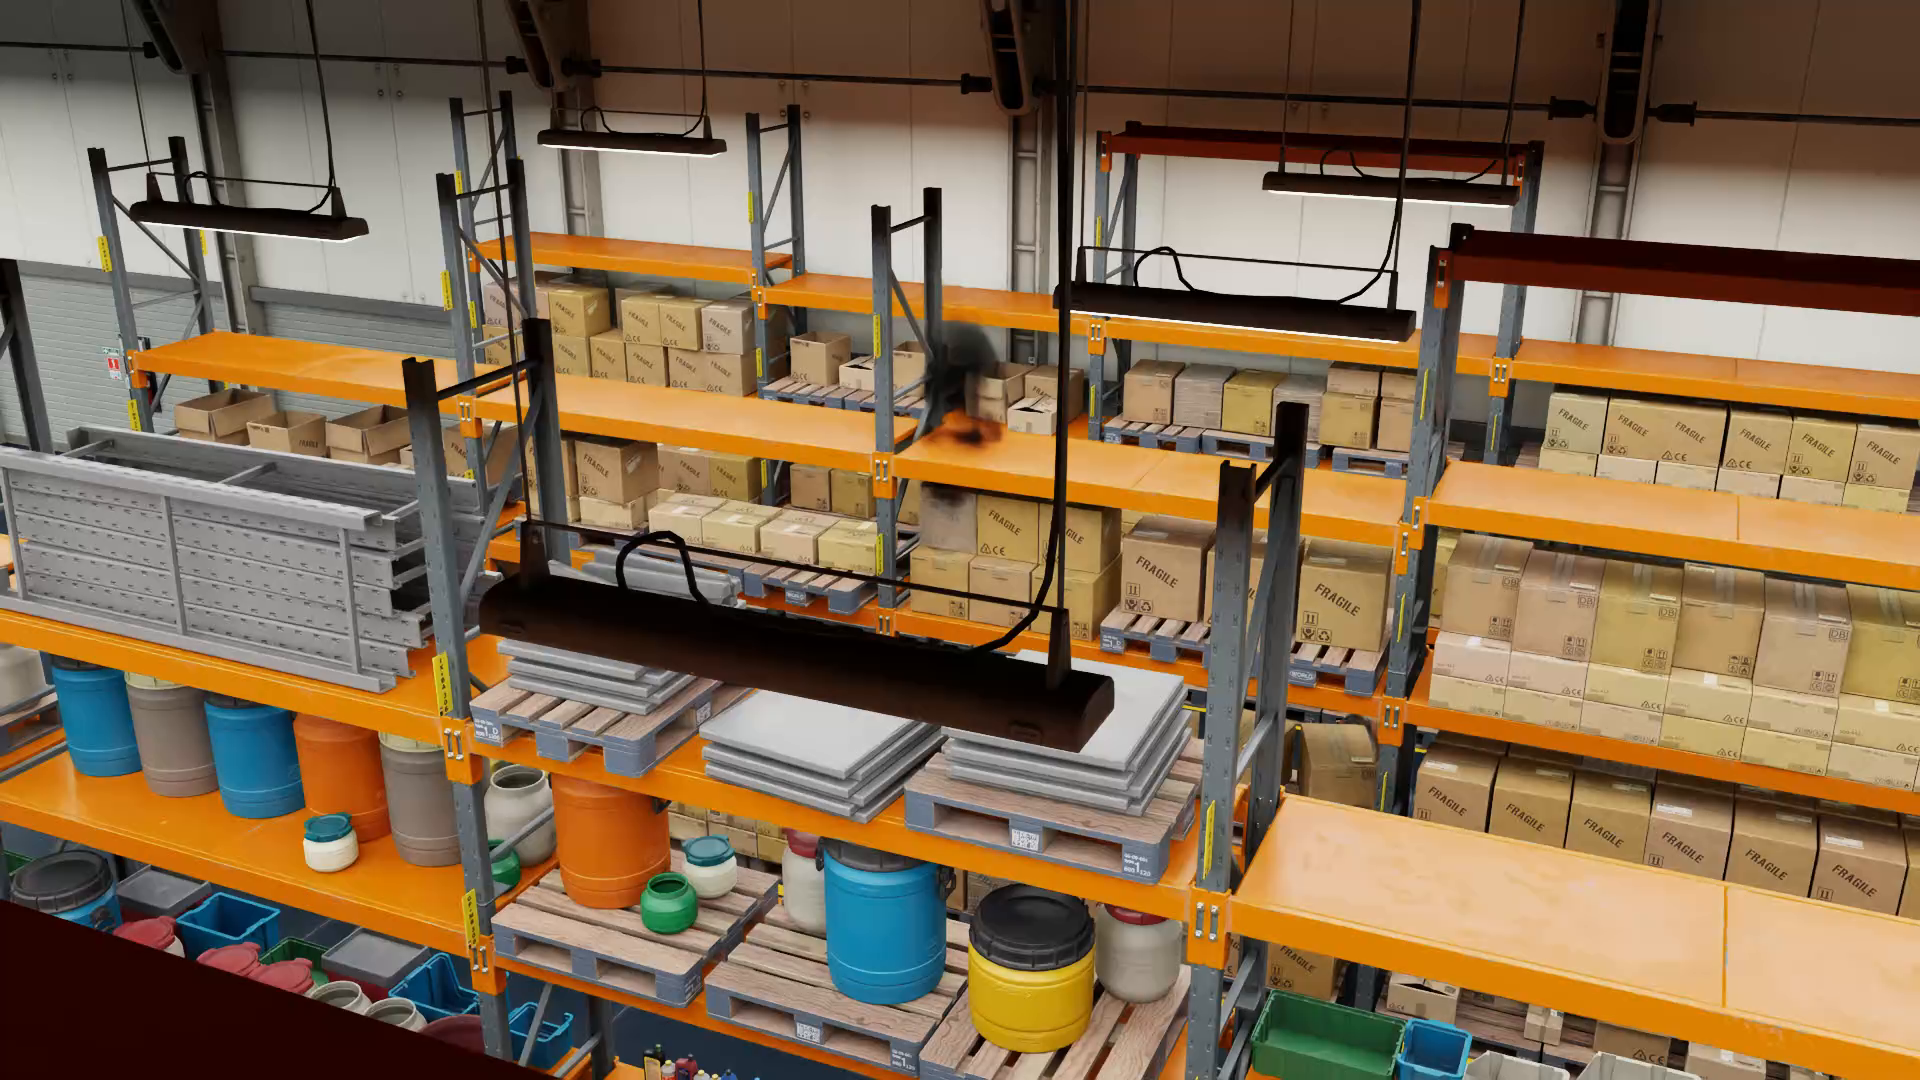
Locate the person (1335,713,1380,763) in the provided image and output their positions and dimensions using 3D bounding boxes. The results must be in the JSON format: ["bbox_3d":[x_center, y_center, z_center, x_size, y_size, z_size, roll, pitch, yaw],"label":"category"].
[{"bbox_3d":[3.731,1.896,15.297,0.652,1.547,0.550,8,22,21],"label":"person"}]
